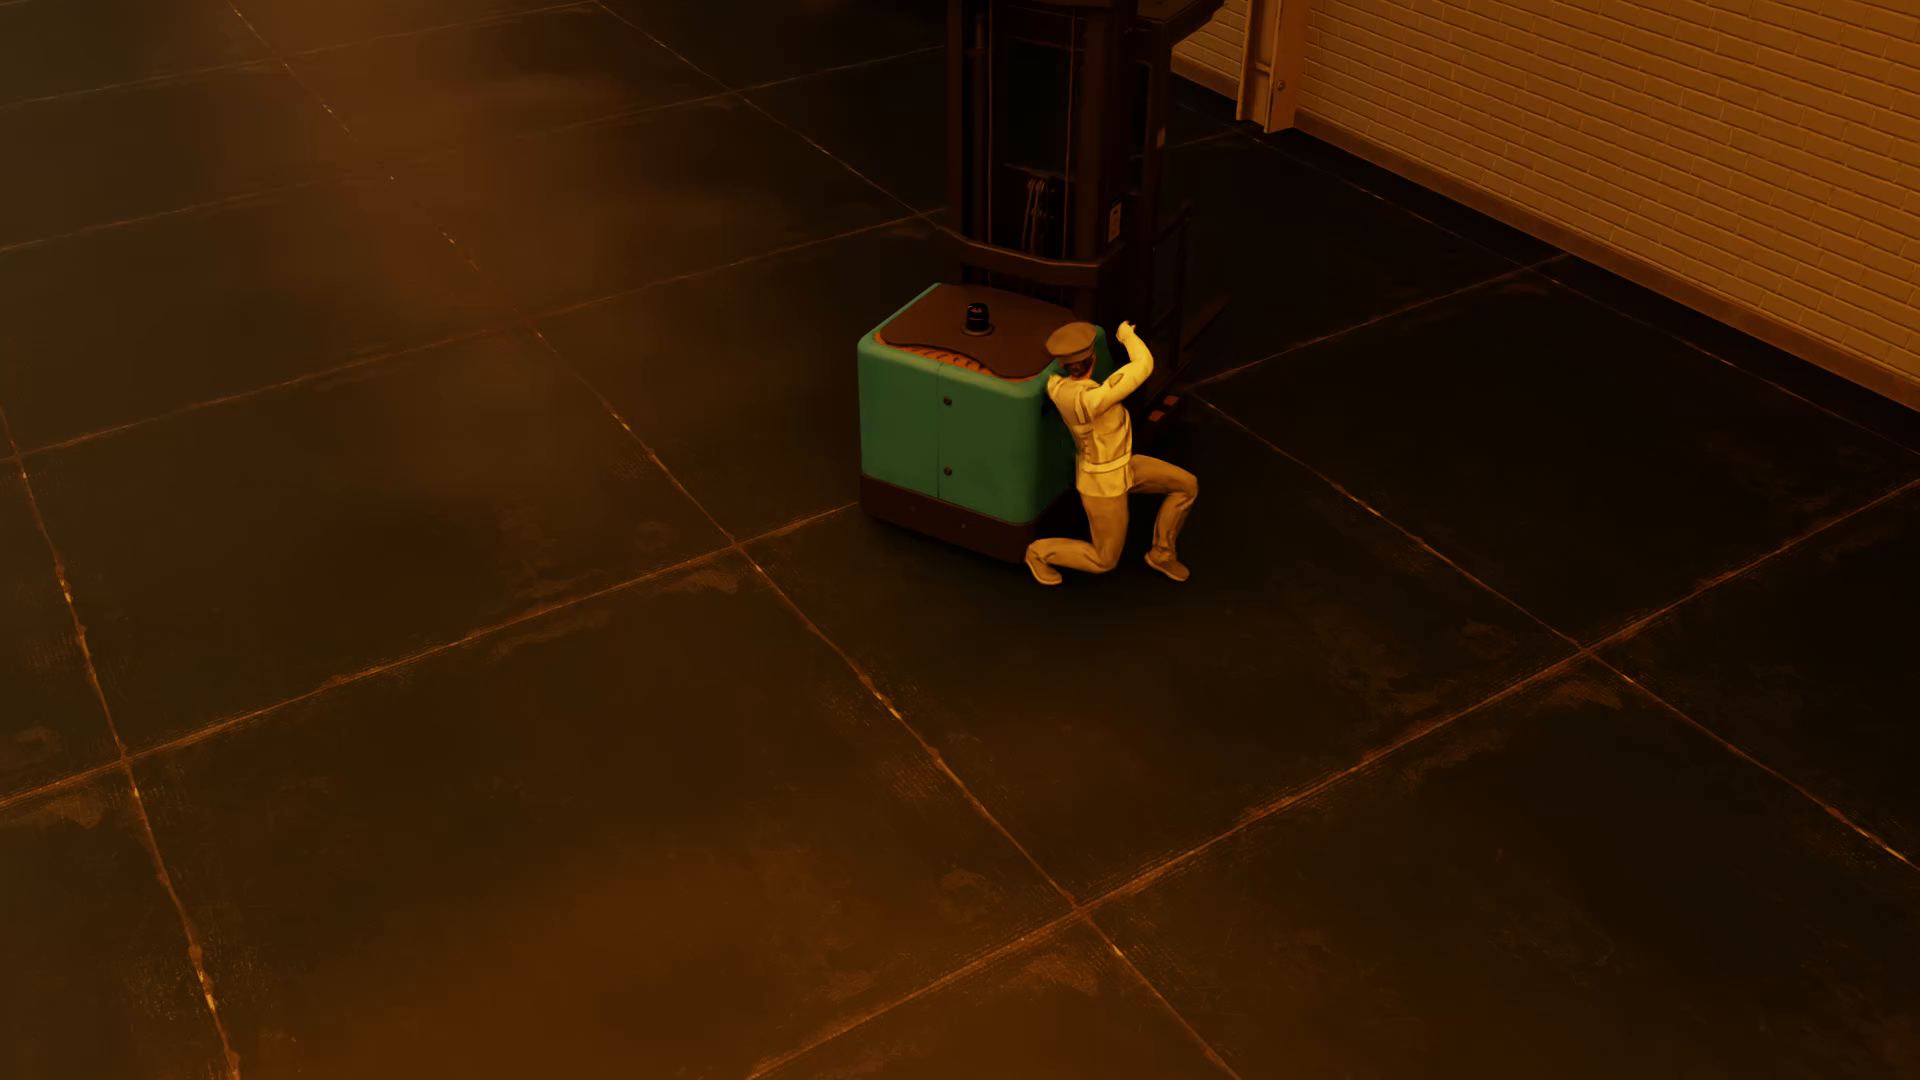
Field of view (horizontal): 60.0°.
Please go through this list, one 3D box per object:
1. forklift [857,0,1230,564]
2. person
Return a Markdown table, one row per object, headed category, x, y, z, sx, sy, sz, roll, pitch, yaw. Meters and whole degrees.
| category | x | y | z | sx | sy | sz | roll | pitch | yaw |
| --- | --- | --- | --- | --- | --- | --- | --- | --- | --- |
| forklift | 0.652 | -1.898 | 8.848 | 1.130 | 2.935 | 3.031 | 19 | 39 | 24 |
| person | 0.737 | -0.506 | 8.225 | 0.882 | 1.397 | 0.942 | 1 | 35 | 1 |
